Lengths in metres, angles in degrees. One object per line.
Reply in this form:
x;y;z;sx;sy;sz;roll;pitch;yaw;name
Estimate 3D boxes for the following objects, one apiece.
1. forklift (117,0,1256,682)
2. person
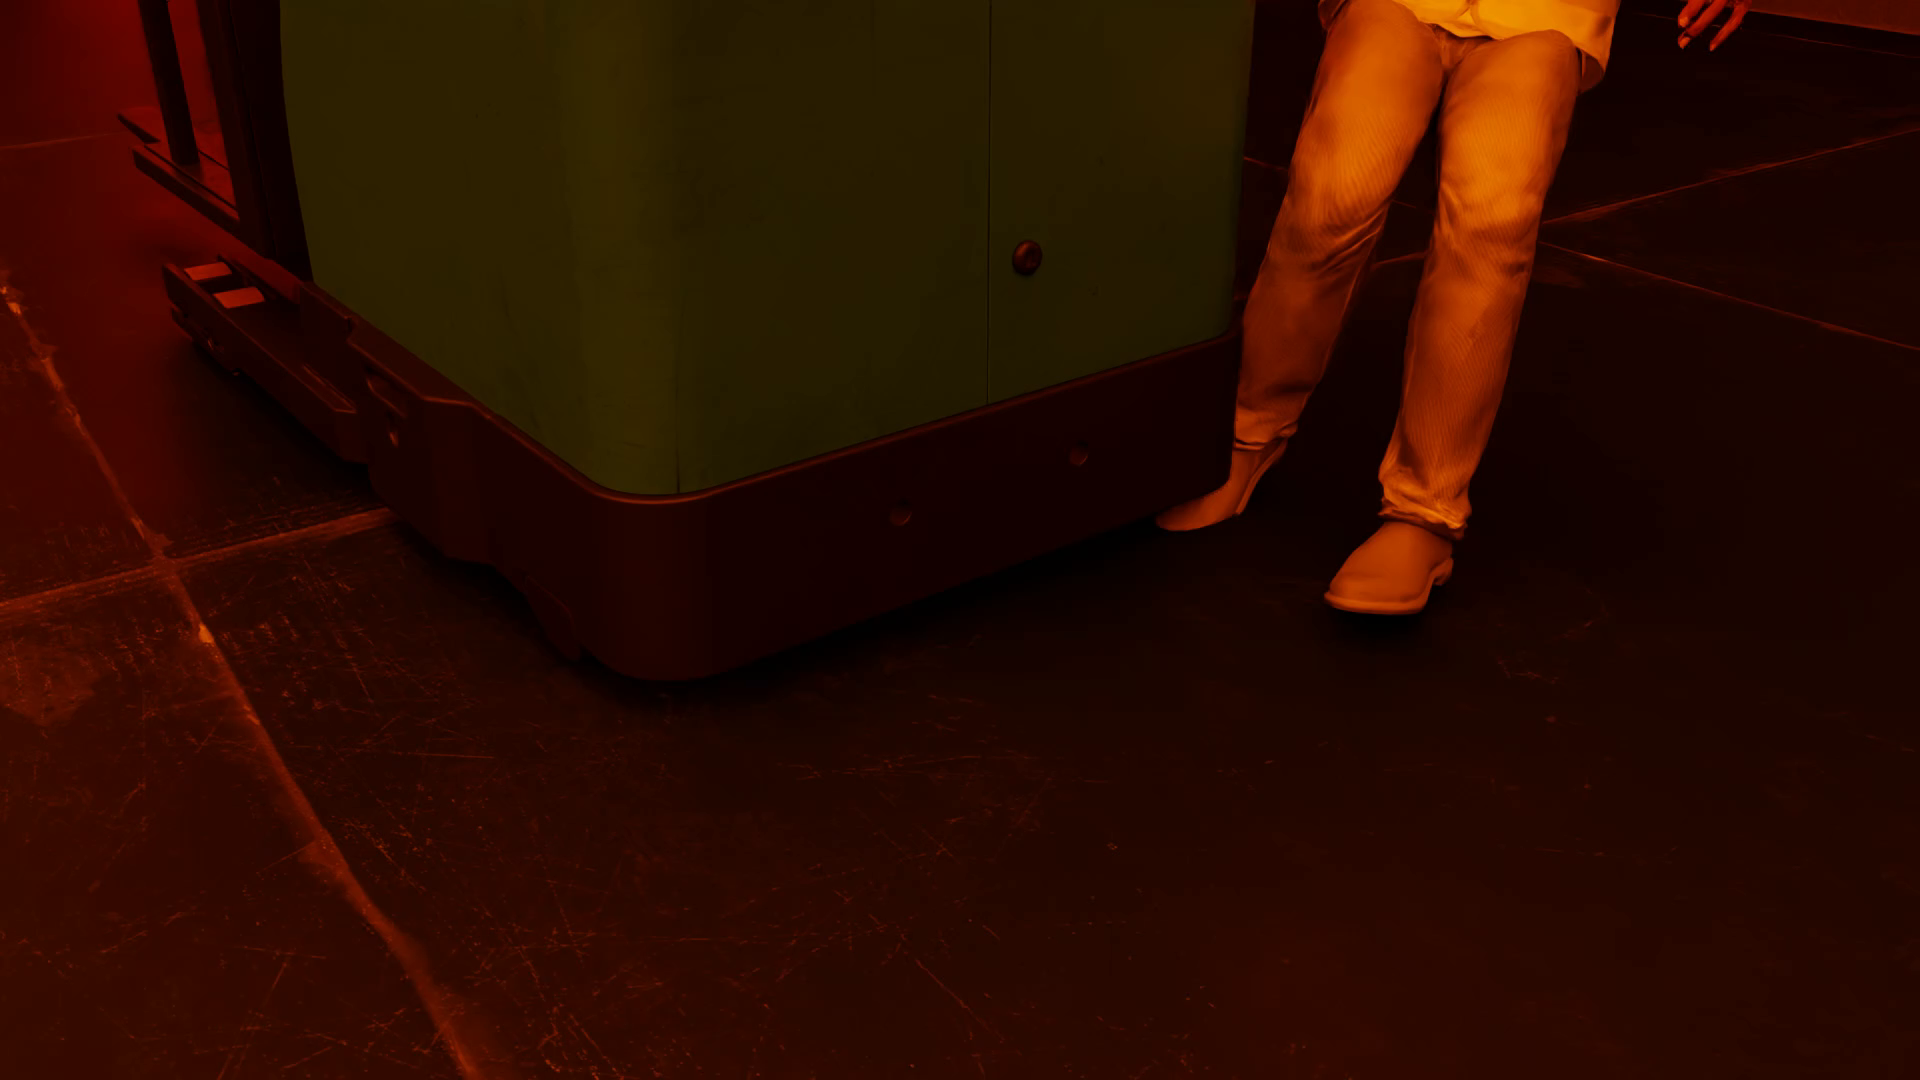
-0.889;-1.735;2.690;1.130;2.935;3.031;-19;32;-33;forklift
0.701;-0.700;2.254;0.861;1.541;0.875;6;27;12;person
